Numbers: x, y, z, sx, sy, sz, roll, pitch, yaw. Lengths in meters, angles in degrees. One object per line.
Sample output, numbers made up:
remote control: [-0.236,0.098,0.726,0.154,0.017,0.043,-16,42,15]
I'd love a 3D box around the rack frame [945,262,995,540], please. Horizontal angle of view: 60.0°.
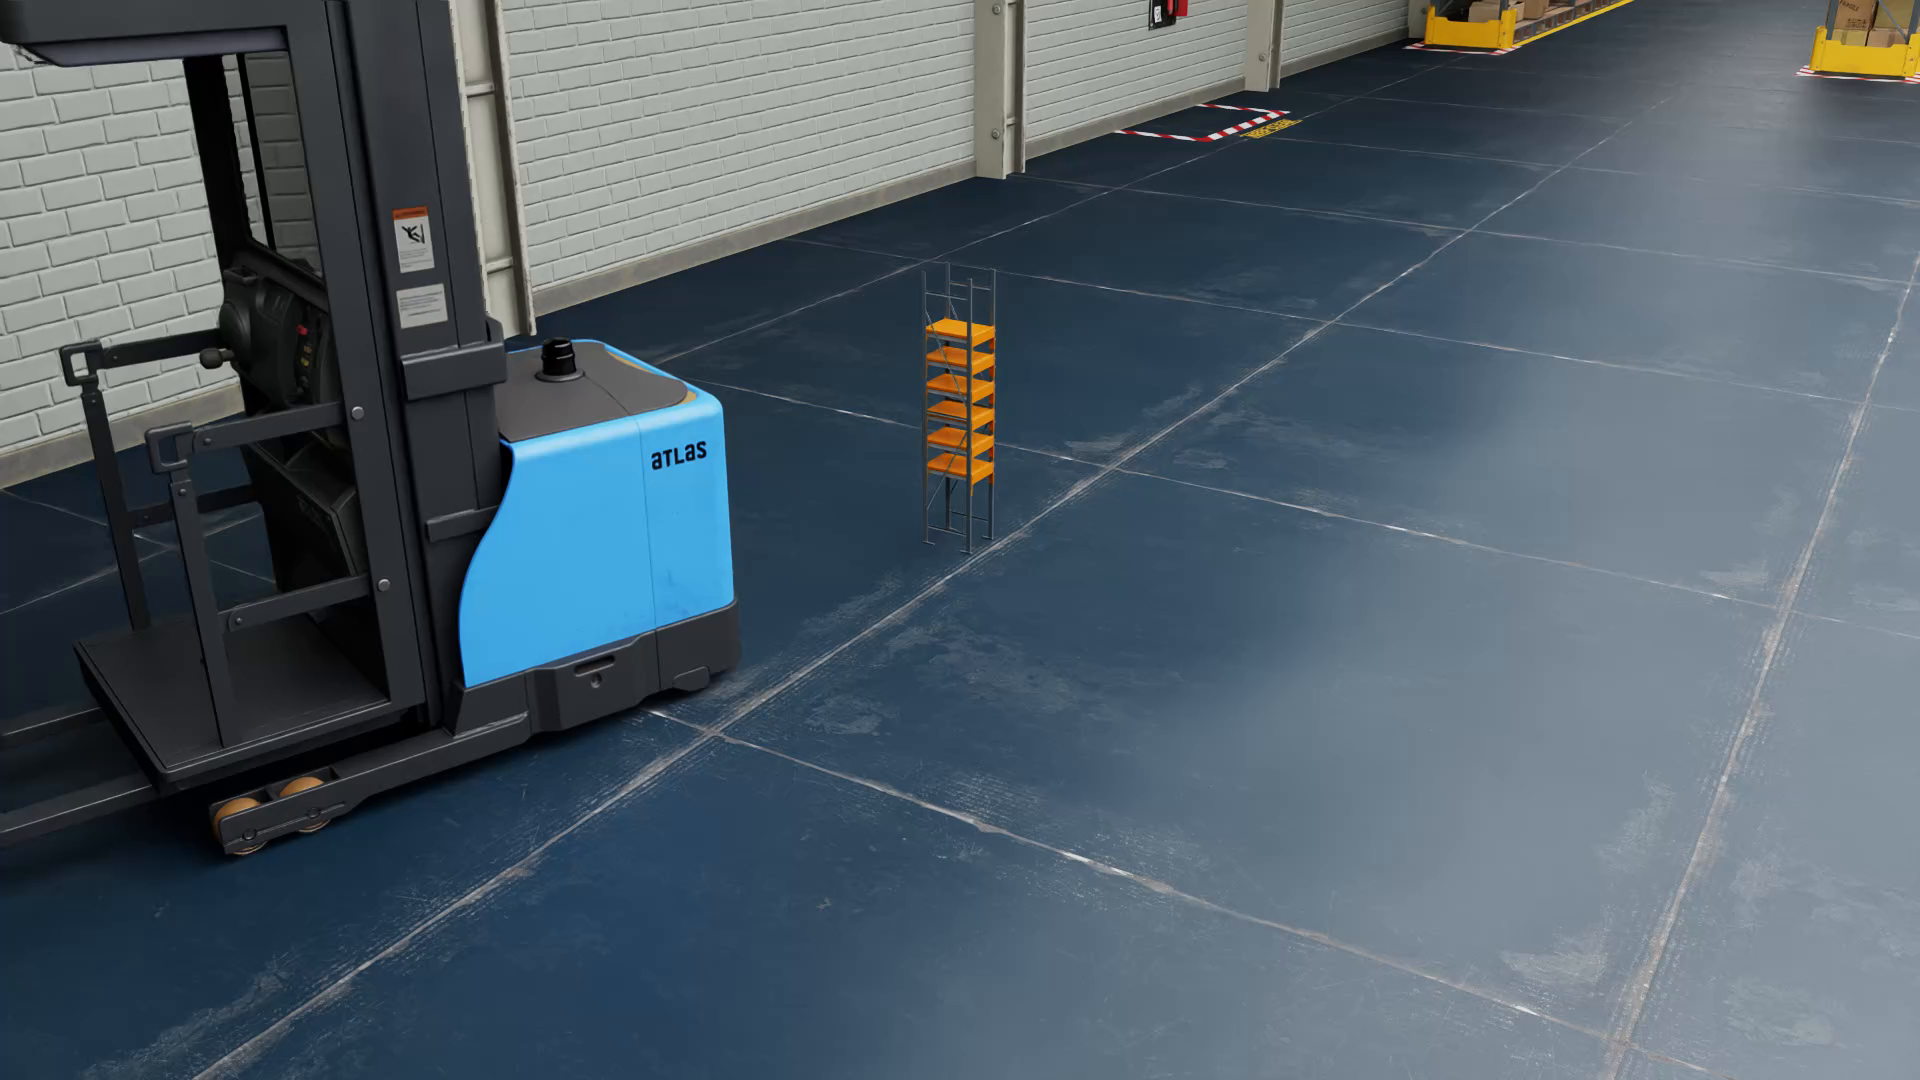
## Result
rack frame: [0.041,-0.577,7.072,0.240,1.200,0.006,14,27,29]

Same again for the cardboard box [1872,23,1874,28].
cardboard box: [11.540,-6.568,21.579,0.500,0.250,0.500,14,27,29]

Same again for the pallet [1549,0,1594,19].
pallet: [9.564,-8.594,26.835,1.003,0.211,1.213,14,27,29]

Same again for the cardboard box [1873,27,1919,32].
cardboard box: [11.987,-6.458,21.325,0.500,0.250,0.500,14,27,29]

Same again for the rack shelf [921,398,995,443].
rack shelf: [-0.008,-0.505,7.018,0.258,0.103,0.180,14,27,29]

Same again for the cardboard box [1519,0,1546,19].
cardboard box: [8.216,-7.959,24.452,0.700,0.500,0.500,12,26,26]

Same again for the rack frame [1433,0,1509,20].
rack frame: [7.044,-8.260,22.555,1.000,3.000,0.127,14,27,29]

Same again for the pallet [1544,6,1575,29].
pallet: [8.830,-8.096,25.687,1.003,0.211,1.213,14,27,29]

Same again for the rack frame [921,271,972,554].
rack frame: [-0.056,-0.515,6.929,0.240,1.200,0.006,14,27,29]

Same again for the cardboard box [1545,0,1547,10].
cardboard box: [8.641,-8.306,25.254,0.500,0.500,0.500,12,26,25]

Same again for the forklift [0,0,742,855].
forklift: [-2.266,-0.628,5.011,3.031,2.935,1.130,-18,29,-35]

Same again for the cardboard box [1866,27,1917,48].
cardboard box: [11.727,-6.289,20.933,0.500,0.250,0.500,14,27,29]

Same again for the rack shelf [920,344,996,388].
rack shelf: [-0.008,-0.725,6.923,0.258,0.103,0.180,14,27,29]

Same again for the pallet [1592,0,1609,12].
pallet: [10.206,-9.007,27.790,1.003,0.211,1.213,14,27,29]

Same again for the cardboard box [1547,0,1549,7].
cardboard box: [8.898,-8.325,25.717,0.380,0.166,0.250,10,25,22]

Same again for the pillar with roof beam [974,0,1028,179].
pillar with roof beam: [4.006,-6.478,10.888,9.100,9.000,0.400,14,27,29]

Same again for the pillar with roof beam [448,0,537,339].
pillar with roof beam: [0.841,-4.453,6.210,9.100,9.000,0.400,14,27,29]

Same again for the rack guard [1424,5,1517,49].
rack guard: [7.084,-7.139,23.111,1.175,0.500,0.348,14,27,29]

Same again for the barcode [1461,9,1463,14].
barcode: [7.156,-7.537,23.704,0.001,0.075,0.075,14,27,29]

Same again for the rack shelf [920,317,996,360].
rack shelf: [-0.008,-0.835,6.875,0.258,0.103,0.180,14,27,29]

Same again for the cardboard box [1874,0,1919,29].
cardboard box: [11.989,-6.802,21.175,0.500,0.500,0.500,14,27,29]

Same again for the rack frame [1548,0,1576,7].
rack frame: [9.154,-9.610,25.674,1.000,3.000,0.127,14,27,29]

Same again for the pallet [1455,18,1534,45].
pallet: [7.543,-7.273,23.784,1.003,0.211,1.213,14,27,29]

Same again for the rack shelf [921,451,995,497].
rack shelf: [-0.008,-0.285,7.113,0.258,0.103,0.180,14,27,29]

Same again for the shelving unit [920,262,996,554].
shelving unit: [-0.008,-0.546,7.000,0.258,1.200,0.189,14,27,29]

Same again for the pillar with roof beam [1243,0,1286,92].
pillar with roof beam: [7.171,-8.504,15.566,9.100,9.000,0.400,14,27,29]

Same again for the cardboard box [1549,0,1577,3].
cardboard box: [9.528,-8.917,26.665,0.700,0.500,0.500,15,28,31]

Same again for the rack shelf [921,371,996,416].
rack shelf: [-0.008,-0.615,6.970,0.258,0.103,0.180,14,27,29]

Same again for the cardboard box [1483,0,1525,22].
cardboard box: [7.786,-7.635,23.942,0.500,0.311,0.500,16,28,33]

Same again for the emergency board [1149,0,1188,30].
emergency board: [2.178,-5.827,16.933,0.194,1.169,0.643,14,27,29]

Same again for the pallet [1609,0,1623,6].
pallet: [10.851,-9.417,28.738,1.003,0.211,1.213,14,27,29]

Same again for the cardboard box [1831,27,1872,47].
cardboard box: [11.287,-6.397,21.184,0.500,0.250,0.500,14,27,29]

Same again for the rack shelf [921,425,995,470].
rack shelf: [-0.008,-0.395,7.066,0.258,0.103,0.180,14,27,29]

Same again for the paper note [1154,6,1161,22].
paper note: [2.026,-5.377,17.004,0.016,0.148,0.142,14,27,29]

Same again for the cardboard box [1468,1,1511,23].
cardboard box: [7.486,-7.443,23.498,0.500,0.311,0.500,11,26,23]

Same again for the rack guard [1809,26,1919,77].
rack guard: [11.242,-6.068,20.638,1.175,0.500,0.348,14,27,29]

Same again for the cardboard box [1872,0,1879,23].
cardboard box: [11.800,-7.082,21.823,0.500,0.500,0.500,14,27,29]

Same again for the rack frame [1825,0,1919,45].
rack frame: [11.255,-7.223,20.160,1.000,3.000,0.127,14,27,29]

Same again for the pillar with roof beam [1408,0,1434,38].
pillar with roof beam: [10.336,-10.529,20.244,9.100,9.000,0.400,14,27,29]

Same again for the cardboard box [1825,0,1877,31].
cardboard box: [11.285,-6.742,21.036,0.500,0.500,0.500,14,27,29]

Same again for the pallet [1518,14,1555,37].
pallet: [8.187,-7.683,24.732,1.003,0.211,1.213,14,27,29]
